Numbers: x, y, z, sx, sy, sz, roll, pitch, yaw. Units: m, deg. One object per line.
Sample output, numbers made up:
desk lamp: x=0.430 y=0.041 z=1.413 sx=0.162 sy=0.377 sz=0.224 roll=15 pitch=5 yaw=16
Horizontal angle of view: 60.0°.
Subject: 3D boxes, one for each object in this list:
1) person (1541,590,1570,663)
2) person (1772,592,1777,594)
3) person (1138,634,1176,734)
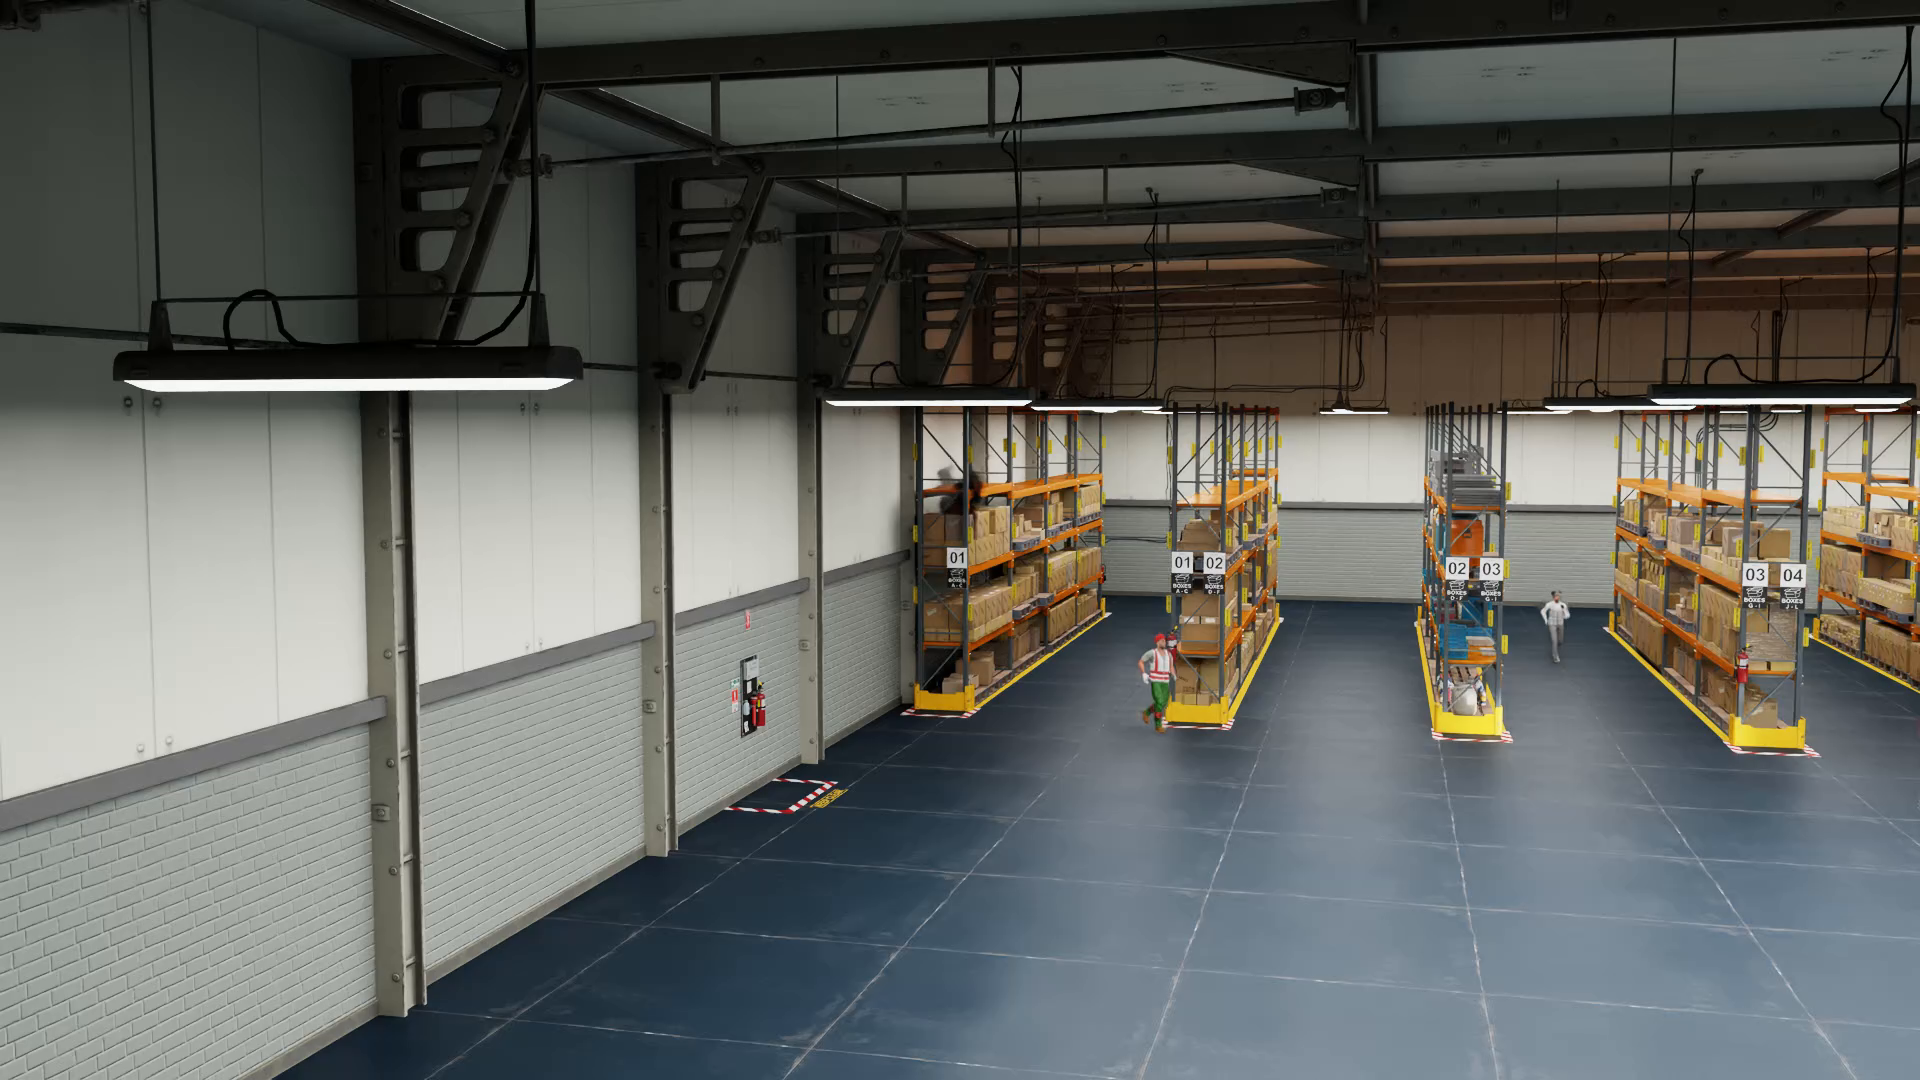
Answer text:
person: x=13.966 y=2.002 z=38.956 sx=0.624 sy=1.664 sz=0.832 roll=0 pitch=4 yaw=4
person: x=21.257 y=1.651 z=43.816 sx=0.815 sy=1.749 sz=0.787 roll=-4 pitch=6 yaw=-42
person: x=3.647 y=2.609 z=30.428 sx=0.705 sy=1.761 sz=0.755 roll=-2 pitch=5 yaw=-27
